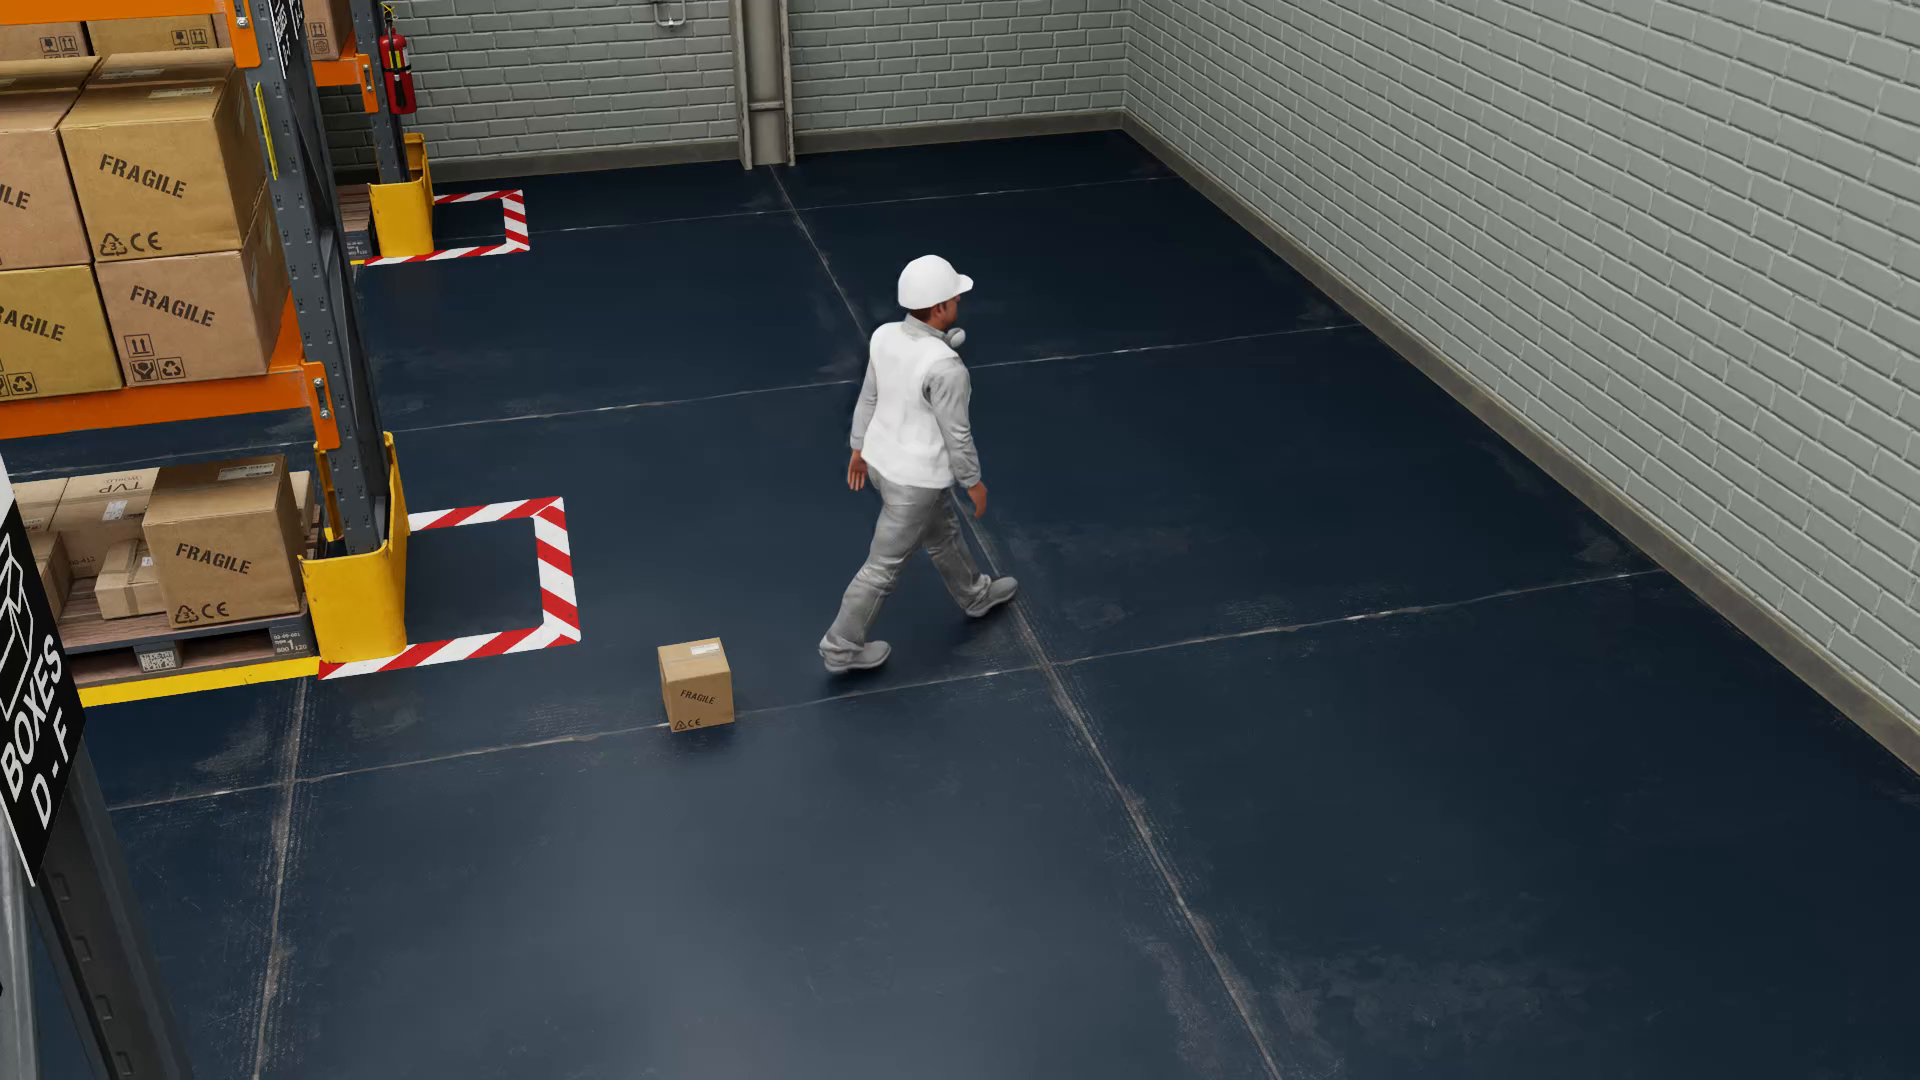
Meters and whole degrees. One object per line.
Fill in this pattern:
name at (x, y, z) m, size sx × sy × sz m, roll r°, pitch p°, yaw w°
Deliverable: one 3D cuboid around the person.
person at (-0.123, -0.312, 6.635) m, size 1.029 × 1.706 × 0.564 m, roll -15°, pitch 33°, yaw -25°
